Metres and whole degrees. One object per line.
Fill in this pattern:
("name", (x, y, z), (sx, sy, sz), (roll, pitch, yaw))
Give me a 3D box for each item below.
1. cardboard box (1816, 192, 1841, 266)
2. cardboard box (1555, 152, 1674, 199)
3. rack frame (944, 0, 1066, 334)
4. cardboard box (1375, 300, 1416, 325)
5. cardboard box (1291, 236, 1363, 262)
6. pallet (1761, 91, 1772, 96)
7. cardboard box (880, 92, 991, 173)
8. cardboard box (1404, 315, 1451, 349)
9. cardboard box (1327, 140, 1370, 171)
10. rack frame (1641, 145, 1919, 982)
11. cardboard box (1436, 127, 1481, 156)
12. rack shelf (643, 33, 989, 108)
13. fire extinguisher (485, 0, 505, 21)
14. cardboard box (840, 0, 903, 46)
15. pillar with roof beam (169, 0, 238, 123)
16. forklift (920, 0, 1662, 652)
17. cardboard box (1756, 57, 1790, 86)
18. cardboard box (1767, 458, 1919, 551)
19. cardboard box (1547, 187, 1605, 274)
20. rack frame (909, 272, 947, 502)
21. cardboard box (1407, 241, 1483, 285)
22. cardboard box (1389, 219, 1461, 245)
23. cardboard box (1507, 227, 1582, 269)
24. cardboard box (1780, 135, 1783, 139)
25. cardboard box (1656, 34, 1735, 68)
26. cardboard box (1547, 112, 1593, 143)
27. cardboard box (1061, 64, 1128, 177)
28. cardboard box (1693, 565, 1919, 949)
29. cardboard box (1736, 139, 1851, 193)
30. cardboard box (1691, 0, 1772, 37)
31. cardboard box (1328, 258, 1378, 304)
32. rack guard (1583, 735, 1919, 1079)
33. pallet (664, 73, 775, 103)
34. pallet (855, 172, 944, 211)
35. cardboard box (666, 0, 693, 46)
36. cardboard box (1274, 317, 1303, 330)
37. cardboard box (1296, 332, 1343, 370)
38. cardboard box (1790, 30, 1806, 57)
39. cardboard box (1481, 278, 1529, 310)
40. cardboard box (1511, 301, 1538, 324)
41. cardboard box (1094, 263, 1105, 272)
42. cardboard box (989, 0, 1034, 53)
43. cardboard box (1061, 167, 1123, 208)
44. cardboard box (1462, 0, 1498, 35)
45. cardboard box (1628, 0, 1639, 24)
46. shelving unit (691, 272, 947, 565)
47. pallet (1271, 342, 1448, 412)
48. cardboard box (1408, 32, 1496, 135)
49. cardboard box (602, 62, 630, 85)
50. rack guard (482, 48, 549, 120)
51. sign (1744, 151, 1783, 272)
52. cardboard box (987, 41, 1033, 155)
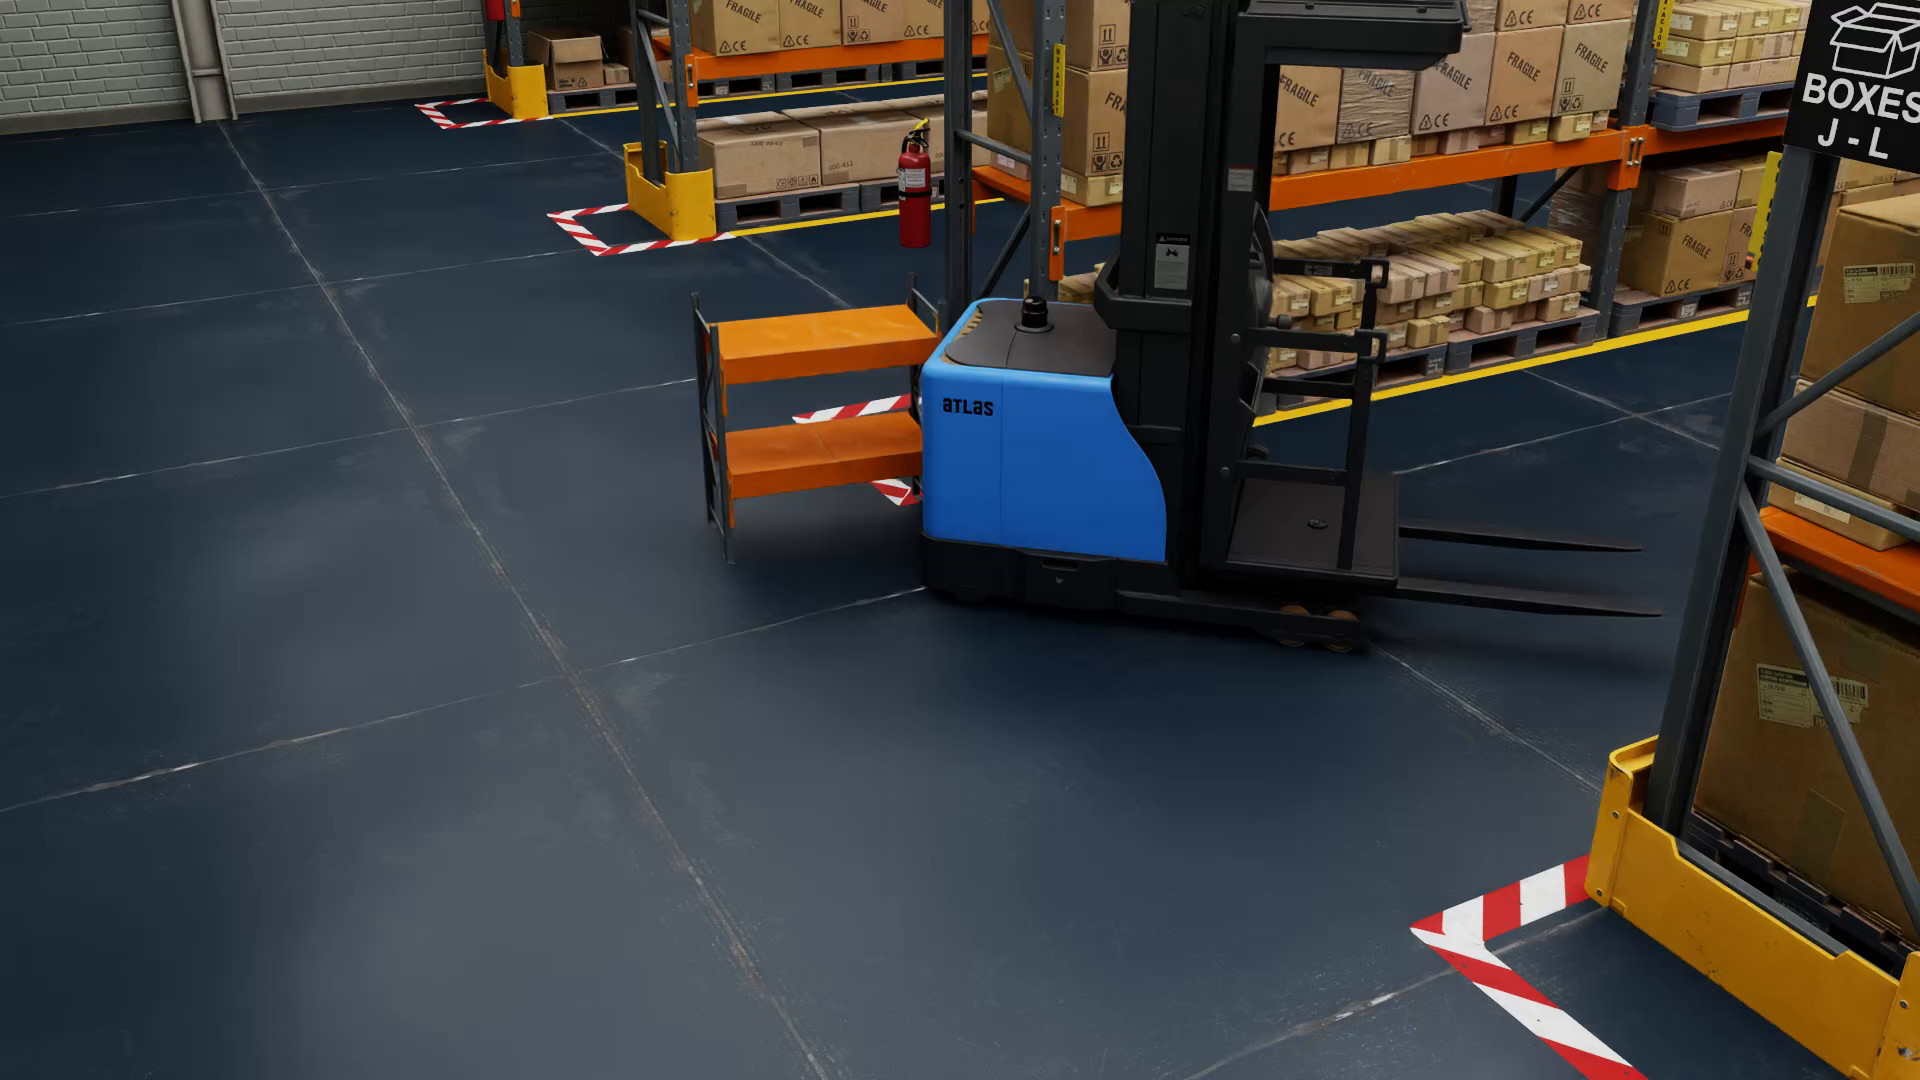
("cardboard box", (5.430, -2.105, 11.071), (0.500, 0.500, 0.500), (-12, 28, -24))
("cardboard box", (4.270, -2.422, 10.865), (0.500, 0.250, 0.500), (-14, 29, -26))
("rack frame", (0.202, -1.958, 8.363), (0.127, 3.000, 1.000), (-13, 29, -25))
("cardboard box", (2.413, -1.385, 9.633), (0.250, 0.149, 0.380), (-14, 29, -28))
("cardboard box", (2.175, -1.681, 9.907), (0.250, 0.149, 0.380), (-14, 29, -27))
("pallet", (5.533, -3.082, 10.926), (1.213, 0.211, 1.003), (-13, 29, -25))
("cardboard box", (-0.081, -3.408, 13.857), (0.875, 0.438, 0.875), (-14, 29, -27))
("cardboard box", (2.632, -1.256, 9.710), (0.250, 0.149, 0.380), (-13, 29, -25))
("cardboard box", (1.994, -2.123, 8.997), (0.250, 0.149, 0.380), (-12, 28, -23))
("rack frame", (2.447, -0.044, 4.375), (0.127, 3.000, 1.000), (-13, 29, -25))
("cardboard box", (2.685, -2.277, 9.316), (0.250, 0.149, 0.380), (-14, 29, -27))
("rack shelf", (-0.452, -3.911, 13.262), (4.000, 0.370, 1.077), (-13, 29, -25))
("fire extinguisher", (-4.468, -5.314, 15.872), (0.183, 0.674, 0.296), (-13, 29, -25))
("cardboard box", (-0.767, -4.072, 12.650), (0.500, 0.500, 0.500), (-13, 29, -25))
("pillar with roof beam", (-5.333, -6.579, 11.055), (0.400, 9.000, 9.100), (-13, 29, -25))
("forklift", (1.402, -1.118, 6.692), (3.031, 2.935, 1.130), (6, 26, 12))
("cardboard box", (4.760, -2.862, 10.050), (0.250, 0.149, 0.380), (-13, 28, -25))
("cardboard box", (2.606, -0.129, 4.842), (0.250, 0.149, 0.380), (-12, 28, -24))
("cardboard box", (4.266, -2.082, 11.024), (0.500, 0.500, 0.500), (-14, 29, -26))
("rack frame", (-0.148, -0.637, 7.777), (0.032, 1.125, 0.500), (-8, 27, -16))
("cardboard box", (2.851, -1.630, 9.800), (0.250, 0.149, 0.380), (-12, 28, -23))
("cardboard box", (2.859, -1.850, 10.260), (0.250, 0.149, 0.380), (-13, 29, -26))
("cardboard box", (3.540, -1.773, 10.099), (0.250, 0.149, 0.380), (-12, 28, -24))
("cardboard box", (5.648, -2.741, 11.530), (0.500, 0.250, 0.500), (-13, 28, -25))
("cardboard box", (4.295, -2.888, 9.760), (0.250, 0.149, 0.380), (-13, 28, -24))
("cardboard box", (3.413, -2.418, 9.611), (0.250, 0.149, 0.380), (-14, 29, -26))
("cardboard box", (0.728, -2.123, 8.248), (0.500, 0.500, 0.500), (-12, 28, -23))
("cardboard box", (2.974, 0.564, 5.079), (0.875, 0.875, 0.875), (-13, 29, -25))
("cardboard box", (5.428, -2.435, 10.892), (0.500, 0.250, 0.500), (-12, 28, -23))
("cardboard box", (4.539, -3.081, 9.819), (0.250, 0.149, 0.380), (-12, 28, -24))
("cardboard box", (2.153, -1.471, 9.469), (0.250, 0.149, 0.380), (-13, 29, -25))
("rack guard", (2.425, 1.088, 4.906), (0.348, 0.500, 1.175), (-13, 29, -25))
("pallet", (-2.710, -4.891, 17.693), (1.213, 0.211, 1.003), (-13, 29, -25))
("pallet", (-0.473, -3.011, 13.777), (1.213, 0.211, 1.003), (-13, 29, -25))
("cardboard box", (-1.915, -4.073, 12.651), (0.500, 0.500, 0.500), (-13, 28, -25))
("cardboard box", (1.694, -1.224, 9.299), (0.250, 0.149, 0.380), (-14, 29, -28))
("cardboard box", (1.941, -1.101, 9.386), (0.250, 0.149, 0.380), (-15, 29, -28))
("cardboard box", (4.980, -3.047, 10.092), (0.250, 0.149, 0.380), (-14, 29, -27))
("cardboard box", (3.142, -1.505, 9.883), (0.250, 0.149, 0.380), (-14, 29, -27))
("cardboard box", (3.277, -1.446, 10.105), (0.250, 0.149, 0.380), (-12, 28, -24))
("cardboard box", (0.967, -1.466, 9.459), (0.250, 0.149, 0.380), (-14, 29, -26))
("cardboard box", (0.489, -2.776, 8.453), (0.500, 0.500, 0.500), (-14, 29, -26))
("cardboard box", (0.642, -1.786, 8.294), (0.250, 0.149, 0.380), (-13, 29, -26))
("cardboard box", (2.532, -2.998, 8.914), (0.500, 0.500, 0.500), (-12, 28, -24))
("cardboard box", (3.994, -3.274, 10.220), (0.250, 0.149, 0.380), (-12, 28, -23))
("shelving unit", (-0.631, -0.569, 7.635), (1.048, 1.125, 0.538), (-8, 27, -16))
("pallet", (2.078, -1.115, 9.829), (1.213, 0.211, 1.003), (-13, 29, -25))
("cardboard box", (2.539, -2.540, 9.115), (0.500, 0.500, 0.500), (-13, 29, -25))
("cardboard box", (-3.578, -4.787, 17.064), (0.250, 0.149, 0.380), (-14, 29, -27))
("rack guard", (-4.489, -4.612, 16.778), (0.348, 0.500, 1.175), (-13, 29, -25))
("sign", (2.204, -0.882, 4.511), (0.005, 0.325, 0.100), (-13, 29, -25))
("cardboard box", (0.477, -2.327, 8.672), (0.500, 0.500, 0.500), (-12, 28, -24))
